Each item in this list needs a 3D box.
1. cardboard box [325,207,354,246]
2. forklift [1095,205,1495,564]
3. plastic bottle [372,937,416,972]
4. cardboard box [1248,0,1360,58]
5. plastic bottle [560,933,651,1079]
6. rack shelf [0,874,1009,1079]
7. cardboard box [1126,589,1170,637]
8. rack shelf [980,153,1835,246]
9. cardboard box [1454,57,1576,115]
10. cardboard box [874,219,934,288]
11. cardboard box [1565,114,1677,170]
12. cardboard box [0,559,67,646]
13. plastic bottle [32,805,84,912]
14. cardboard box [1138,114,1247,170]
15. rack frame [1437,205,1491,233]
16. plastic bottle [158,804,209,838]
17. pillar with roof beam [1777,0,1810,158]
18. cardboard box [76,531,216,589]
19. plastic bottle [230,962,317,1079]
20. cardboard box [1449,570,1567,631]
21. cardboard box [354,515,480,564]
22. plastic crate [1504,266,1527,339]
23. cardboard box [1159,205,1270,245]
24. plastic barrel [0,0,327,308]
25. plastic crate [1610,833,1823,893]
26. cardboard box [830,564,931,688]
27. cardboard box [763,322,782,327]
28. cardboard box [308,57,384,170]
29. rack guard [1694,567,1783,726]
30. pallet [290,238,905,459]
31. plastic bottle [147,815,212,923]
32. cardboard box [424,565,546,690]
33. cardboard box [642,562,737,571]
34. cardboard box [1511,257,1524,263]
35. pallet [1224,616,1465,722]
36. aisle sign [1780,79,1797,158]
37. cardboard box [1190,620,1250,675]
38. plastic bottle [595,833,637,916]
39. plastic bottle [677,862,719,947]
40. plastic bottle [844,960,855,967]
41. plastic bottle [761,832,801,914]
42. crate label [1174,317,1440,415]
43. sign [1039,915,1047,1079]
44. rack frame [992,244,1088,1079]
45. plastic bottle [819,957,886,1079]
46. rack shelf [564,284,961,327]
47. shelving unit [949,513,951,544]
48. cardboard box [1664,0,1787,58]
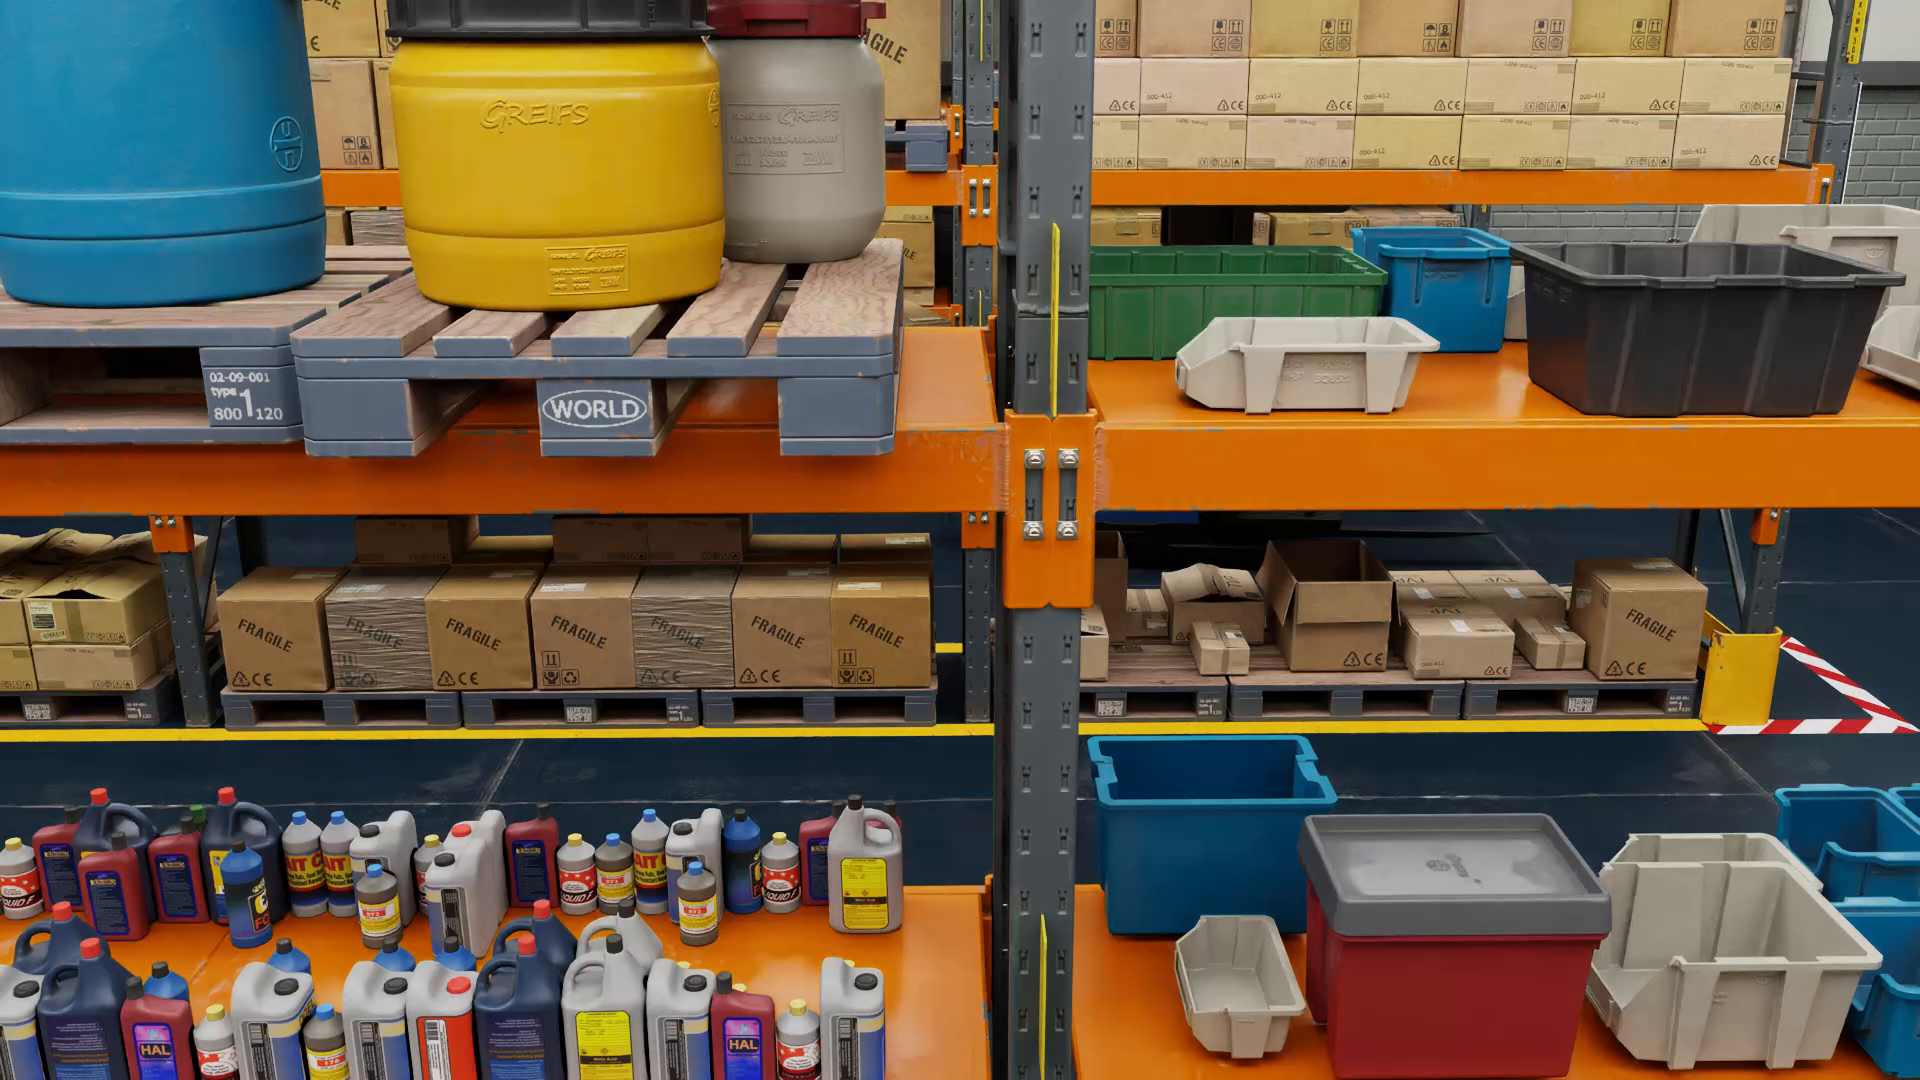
[{"bbox_3d":[-5.026,-2.366,13.129,0.500,0.500,0.700,-2,18,-6],"label":"cardboard box"},{"bbox_3d":[2.038,-1.361,10.992,3.031,2.935,1.130,1,18,3],"label":"forklift"},{"bbox_3d":[-1.255,1.010,3.700,0.097,0.271,0.097,0,18,0],"label":"plastic bottle"},{"bbox_3d":[1.572,-2.561,7.910,0.500,0.500,0.700,0,18,-1],"label":"cardboard box"},{"bbox_3d":[-0.756,1.009,3.573,0.185,0.351,0.144,0,18,-1],"label":"plastic bottle"},{"bbox_3d":[-1.841,1.233,3.970,4.000,0.370,1.077,0,18,-1],"label":"rack shelf"},{"bbox_3d":[1.023,0.407,9.316,0.250,0.149,0.380,0,18,-1],"label":"cardboard box"},{"bbox_3d":[2.084,-1.727,8.288,4.000,0.370,1.077,0,18,-1],"label":"rack shelf"},{"bbox_3d":[2.574,-2.162,7.893,0.500,0.250,0.500,0,18,-1],"label":"cardboard box"},{"bbox_3d":[-0.456,-2.264,13.012,0.500,0.500,0.500,-1,18,-2],"label":"cardboard box"},{"bbox_3d":[3.074,-1.926,7.976,0.500,0.250,0.500,0,18,-1],"label":"cardboard box"},{"bbox_3d":[-4.955,0.312,8.560,0.500,0.311,0.500,-1,18,-2],"label":"cardboard box"},{"bbox_3d":[-2.301,0.818,4.278,0.133,0.283,0.061,0,18,-1],"label":"plastic bottle"},{"bbox_3d":[1.074,-1.917,7.947,0.500,0.250,0.500,0,18,-1],"label":"cardboard box"},{"bbox_3d":[4.001,-2.164,13.383,0.127,3.000,1.000,0,18,-1],"label":"rack frame"},{"bbox_3d":[-1.982,0.817,4.282,0.133,0.283,0.061,0,18,-1],"label":"plastic bottle"},{"bbox_3d":[6.755,-3.983,9.232,0.400,9.000,9.100,0,18,-1],"label":"pillar with roof beam"},{"bbox_3d":[-4.444,0.143,9.088,0.500,0.311,0.500,0,18,1],"label":"cardboard box"},{"bbox_3d":[-1.467,1.047,3.577,0.135,0.276,0.152,0,18,-1],"label":"plastic bottle"},{"bbox_3d":[3.035,0.367,9.274,0.500,0.250,0.500,0,18,-1],"label":"cardboard box"},{"bbox_3d":[-2.928,-0.067,8.989,0.500,0.250,0.500,0,18,1],"label":"cardboard box"},{"bbox_3d":[1.424,-0.544,3.854,0.466,0.136,0.293,0,18,-1],"label":"plastic crate"},{"bbox_3d":[2.002,-2.294,13.296,0.700,0.700,0.980,-1,18,-4],"label":"cardboard box"},{"bbox_3d":[-1.546,-0.931,3.120,0.708,0.901,0.600,0,18,-1],"label":"plastic barrel"},{"bbox_3d":[1.895,0.878,4.234,0.466,0.136,0.293,0,18,-1],"label":"plastic crate"},{"bbox_3d":[-0.405,0.439,8.641,0.500,0.500,0.500,0,18,-1],"label":"cardboard box"},{"bbox_3d":[-1.080,-0.923,8.662,0.500,0.500,0.700,3,18,8],"label":"cardboard box"},{"bbox_3d":[-2.970,-2.103,8.119,0.500,0.500,0.910,0,18,-1],"label":"cardboard box"},{"bbox_3d":[4.007,0.539,9.047,0.348,0.500,1.175,0,18,-1],"label":"rack guard"},{"bbox_3d":[-0.624,-0.424,3.356,1.003,0.211,1.213,0,18,-1],"label":"pallet"},{"bbox_3d":[-1.981,0.835,4.224,0.133,0.283,0.061,0,18,-1],"label":"plastic bottle"},{"bbox_3d":[-2.431,0.448,8.612,0.500,0.500,0.500,-1,18,-2],"label":"cardboard box"},{"bbox_3d":[-1.437,0.283,9.127,0.500,0.500,0.500,0,18,0],"label":"cardboard box"},{"bbox_3d":[2.613,-1.248,8.725,0.500,0.500,0.500,0,18,0],"label":"cardboard box"},{"bbox_3d":[1.993,0.686,9.063,1.213,0.211,1.003,0,18,-1],"label":"pallet"},{"bbox_3d":[4.147,-1.979,8.550,0.004,0.787,0.394,0,18,-1],"label":"aisle sign"},{"bbox_3d":[1.372,0.565,8.795,0.250,0.166,0.380,0,18,-1],"label":"cardboard box"},{"bbox_3d":[-0.890,0.856,4.294,0.097,0.201,0.097,0,18,0],"label":"plastic bottle"},{"bbox_3d":[-0.656,0.901,4.153,0.097,0.201,0.097,0,18,0],"label":"plastic bottle"},{"bbox_3d":[-0.251,1.038,3.726,0.097,0.201,0.097,0,18,0],"label":"plastic bottle"},{"bbox_3d":[-0.463,0.854,4.300,0.097,0.201,0.097,0,18,0],"label":"plastic bottle"},{"bbox_3d":[0.652,-0.336,3.205,0.466,0.136,0.293,0,18,-1],"label":"crate label"},{"bbox_3d":[0.165,0.917,3.324,0.005,0.325,0.100,0,18,-1],"label":"sign"},{"bbox_3d":[0.158,0.881,3.890,0.127,3.000,1.000,0,18,-1],"label":"rack frame"},{"bbox_3d":[-0.231,1.041,3.596,0.135,0.276,0.152,0,18,-1],"label":"plastic bottle"},{"bbox_3d":[-1.998,-1.793,13.403,4.000,0.370,1.077,0,18,-1],"label":"rack shelf"},{"bbox_3d":[0.054,-0.500,11.388,0.252,1.050,0.215,0,18,-1],"label":"shelving unit"},{"bbox_3d":[3.570,-2.596,8.017,0.500,0.500,0.700,0,18,-1],"label":"cardboard box"}]
